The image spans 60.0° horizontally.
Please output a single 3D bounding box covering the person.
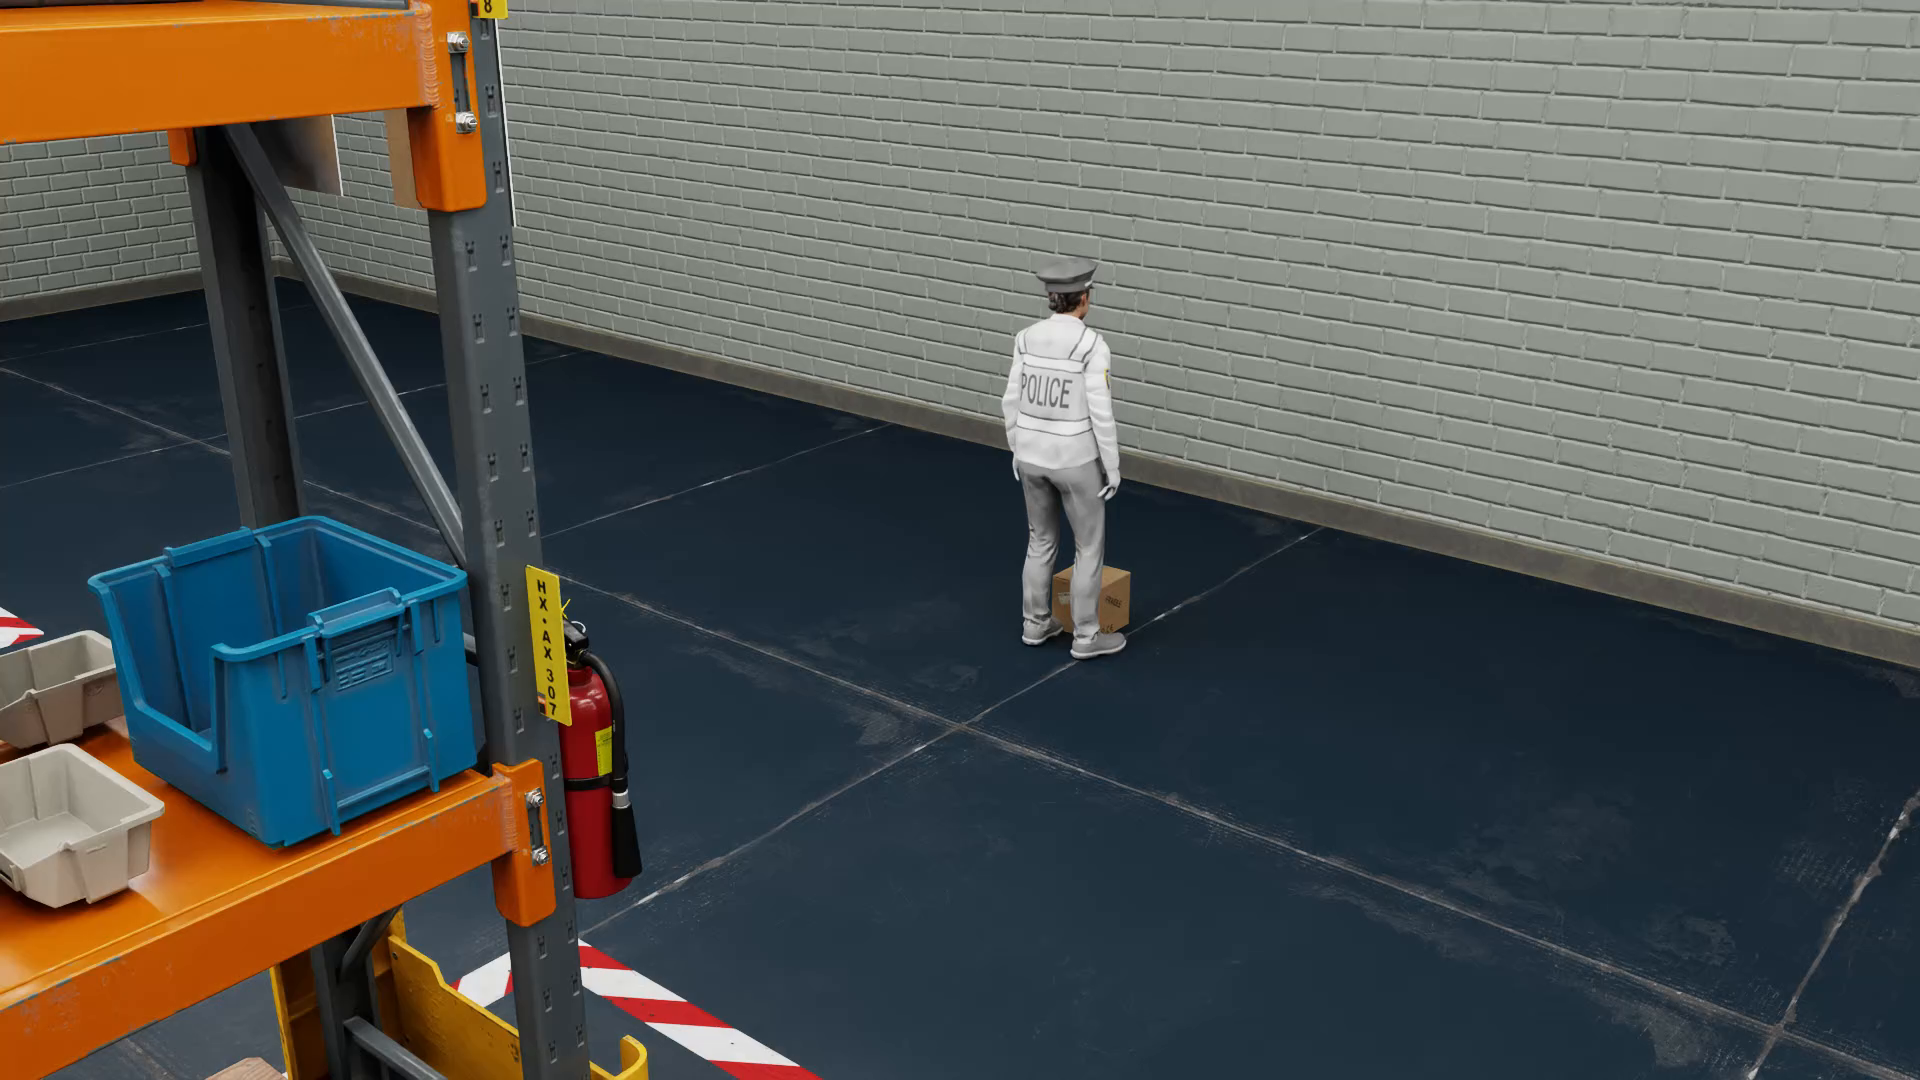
[{"bbox_3d":[0.430,-0.329,6.961,0.539,1.661,0.374,14,25,33],"label":"person"}]
